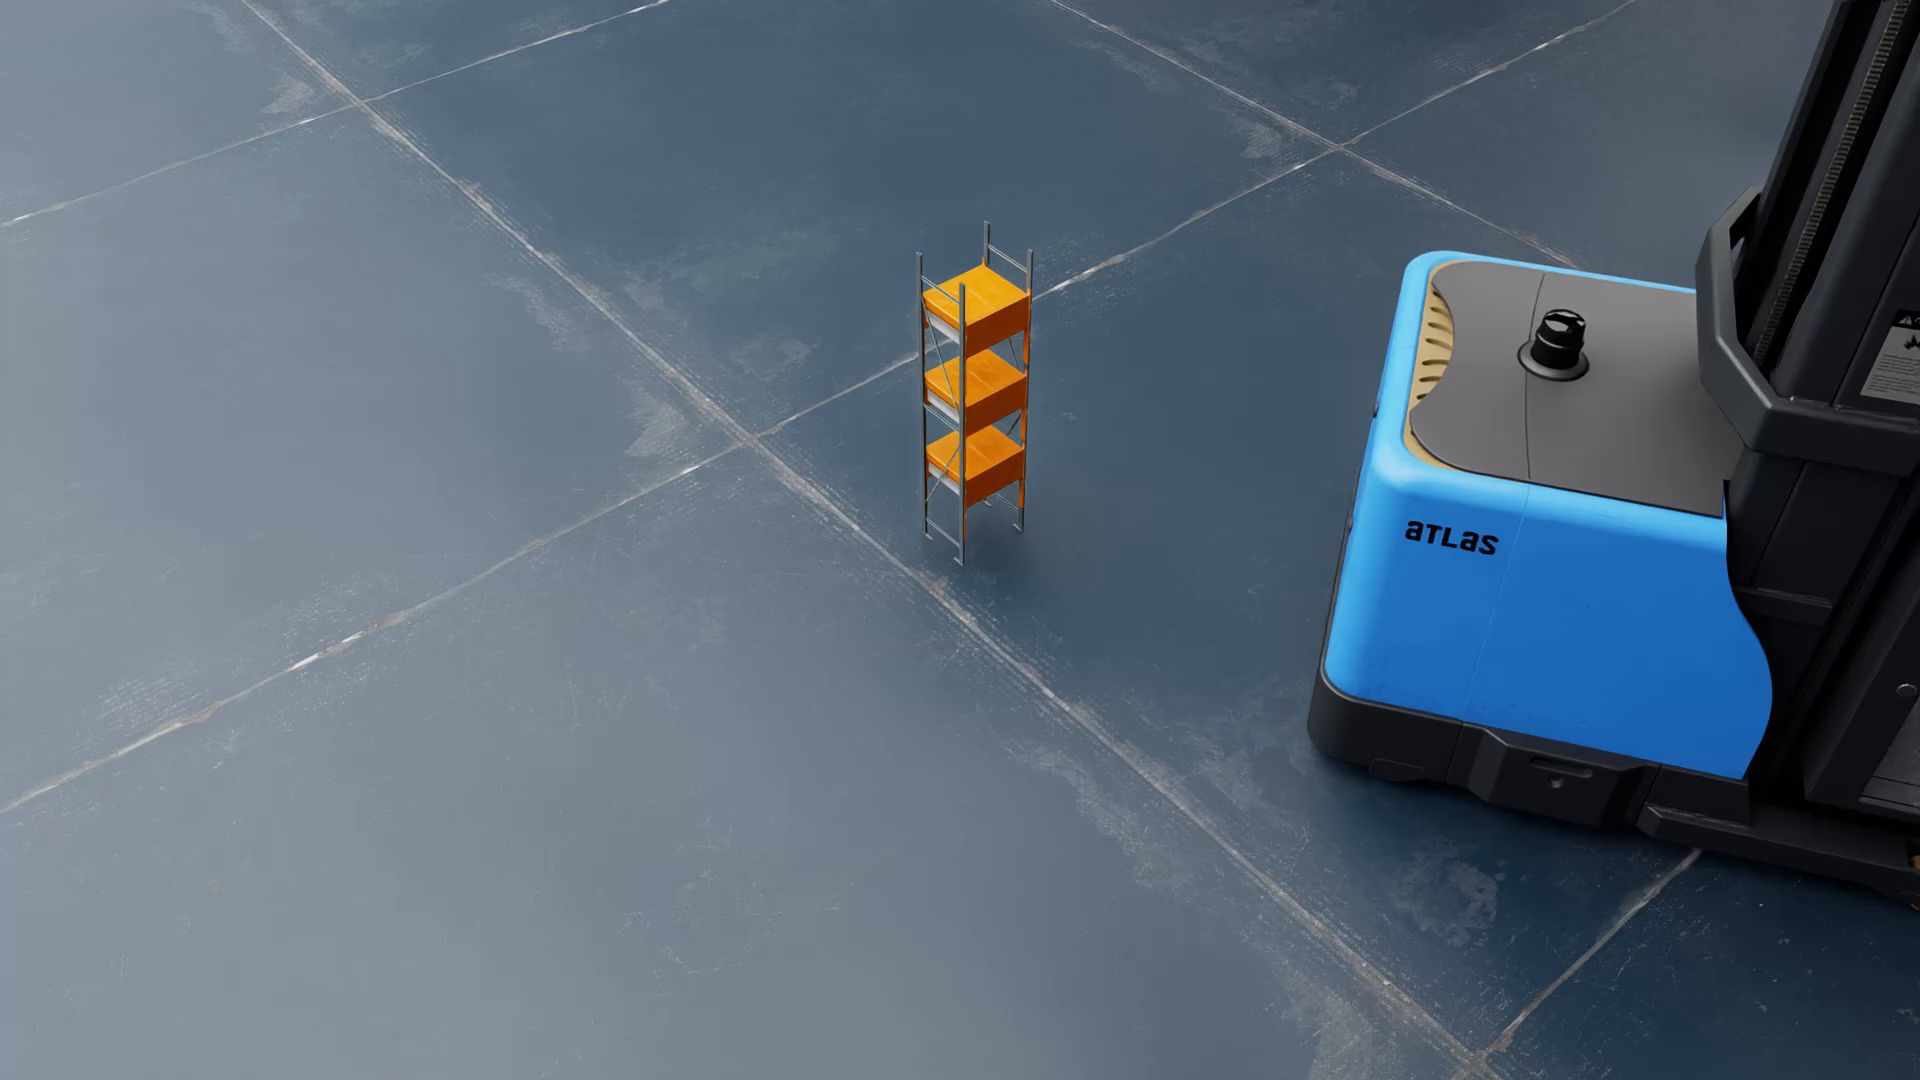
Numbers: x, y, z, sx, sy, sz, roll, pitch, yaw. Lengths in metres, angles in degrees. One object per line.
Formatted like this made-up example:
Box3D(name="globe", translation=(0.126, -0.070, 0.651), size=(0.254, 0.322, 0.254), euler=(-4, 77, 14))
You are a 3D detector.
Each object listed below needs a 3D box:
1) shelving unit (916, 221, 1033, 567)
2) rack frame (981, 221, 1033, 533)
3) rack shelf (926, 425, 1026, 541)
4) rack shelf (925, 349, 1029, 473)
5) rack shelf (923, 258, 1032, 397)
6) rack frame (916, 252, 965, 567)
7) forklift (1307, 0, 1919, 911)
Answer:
Box3D(name="shelving unit", translation=(0.041, -0.406, 4.916), size=(0.252, 1.050, 0.215), euler=(-30, 51, -28))
Box3D(name="rack frame", translation=(0.135, -0.460, 4.973), size=(0.008, 1.050, 0.200), euler=(-30, 51, -28))
Box3D(name="rack shelf", translation=(0.041, -0.196, 5.113), size=(0.240, 0.259, 0.215), euler=(-30, 51, -28))
Box3D(name="rack shelf", translation=(0.041, -0.398, 4.923), size=(0.240, 0.259, 0.215), euler=(-30, 51, -28))
Box3D(name="rack shelf", translation=(0.041, -0.605, 4.729), size=(0.240, 0.259, 0.215), euler=(-30, 51, -28))
Box3D(name="rack frame", translation=(-0.053, -0.353, 4.859), size=(0.008, 1.050, 0.200), euler=(-30, 51, -28))
Box3D(name="forklift", translation=(2.534, -0.487, 3.628), size=(3.031, 2.935, 1.130), euler=(12, 44, 12))
